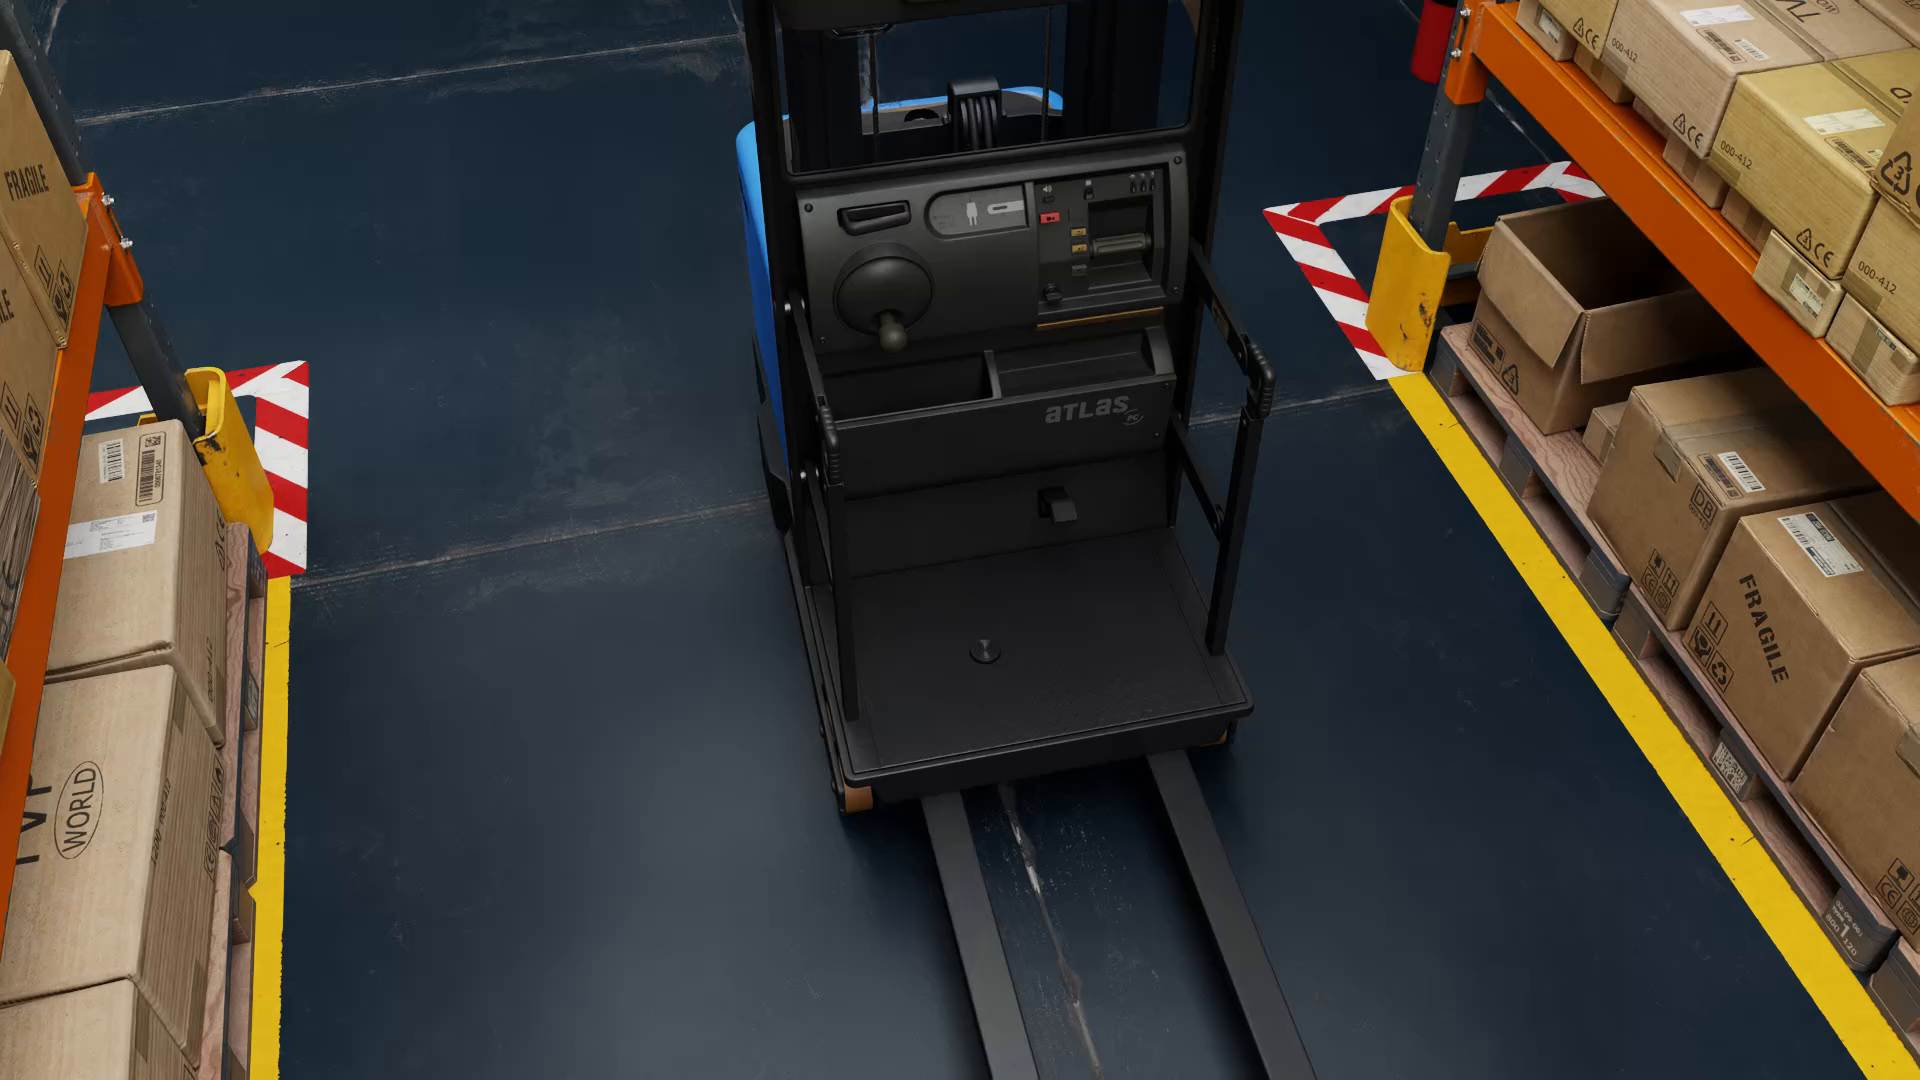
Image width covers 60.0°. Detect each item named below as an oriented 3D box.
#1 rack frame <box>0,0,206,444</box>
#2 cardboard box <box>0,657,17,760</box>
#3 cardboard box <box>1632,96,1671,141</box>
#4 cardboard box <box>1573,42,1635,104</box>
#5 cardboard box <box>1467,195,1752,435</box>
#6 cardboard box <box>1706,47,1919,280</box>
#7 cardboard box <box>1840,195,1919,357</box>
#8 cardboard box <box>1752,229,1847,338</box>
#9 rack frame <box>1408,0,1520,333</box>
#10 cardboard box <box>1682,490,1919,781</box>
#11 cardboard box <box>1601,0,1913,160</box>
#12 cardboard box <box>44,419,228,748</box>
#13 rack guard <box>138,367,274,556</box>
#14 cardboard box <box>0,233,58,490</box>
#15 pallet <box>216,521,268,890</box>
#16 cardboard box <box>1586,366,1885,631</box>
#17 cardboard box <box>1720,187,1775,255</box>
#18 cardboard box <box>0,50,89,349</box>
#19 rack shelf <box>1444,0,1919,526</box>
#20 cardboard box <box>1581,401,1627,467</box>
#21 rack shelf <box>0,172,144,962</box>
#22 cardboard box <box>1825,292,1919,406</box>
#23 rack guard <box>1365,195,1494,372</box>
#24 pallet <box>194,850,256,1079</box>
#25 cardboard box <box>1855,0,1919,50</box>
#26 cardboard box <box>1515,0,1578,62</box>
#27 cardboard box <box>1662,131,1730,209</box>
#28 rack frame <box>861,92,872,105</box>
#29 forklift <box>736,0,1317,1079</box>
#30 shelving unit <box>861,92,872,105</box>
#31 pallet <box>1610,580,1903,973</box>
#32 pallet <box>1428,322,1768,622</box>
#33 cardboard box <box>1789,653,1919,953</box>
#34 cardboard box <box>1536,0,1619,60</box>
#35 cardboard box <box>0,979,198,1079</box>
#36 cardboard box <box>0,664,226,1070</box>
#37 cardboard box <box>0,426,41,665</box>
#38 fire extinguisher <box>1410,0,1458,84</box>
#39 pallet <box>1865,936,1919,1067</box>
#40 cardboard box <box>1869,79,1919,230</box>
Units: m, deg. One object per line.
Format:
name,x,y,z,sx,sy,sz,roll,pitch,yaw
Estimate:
rack frame,-2.757,-0.996,4.125,1.000,3.000,0.127,-11,47,-10
cardboard box,-1.977,0.311,2.775,0.500,0.500,0.500,-9,46,-9
cardboard box,2.070,-1.198,4.500,0.380,0.149,0.250,-11,47,-11
cardboard box,1.969,-1.374,4.672,0.380,0.149,0.250,-10,46,-9
cardboard box,2.106,-0.739,5.328,0.797,0.503,0.637,-12,47,-12
cardboard box,2.159,-0.897,3.926,0.500,0.250,0.500,-12,47,-11
cardboard box,2.310,-0.548,3.584,0.500,0.250,0.500,-12,47,-11
cardboard box,2.141,-0.642,3.955,0.380,0.149,0.250,-12,47,-11
rack frame,2.041,-1.906,5.017,1.000,3.000,0.127,-11,47,-10
cardboard box,2.326,0.242,4.368,0.500,0.500,0.500,-10,46,-10
cardboard box,2.026,-1.247,4.268,0.500,0.250,0.500,-10,46,-10
cardboard box,-2.491,0.192,4.462,0.875,0.438,0.875,-12,47,-12
rack guard,-2.763,-0.137,5.034,1.175,0.500,0.348,-11,47,-10
cardboard box,-2.263,-0.397,3.469,0.500,0.500,0.500,-12,47,-11
pallet,-2.476,0.518,4.594,1.003,0.211,1.213,-11,47,-10
cardboard box,2.287,-0.141,4.744,0.700,0.500,0.500,-9,46,-9
cardboard box,2.149,-0.830,4.140,0.380,0.149,0.250,-10,46,-10
cardboard box,-2.377,-0.746,3.811,0.500,0.500,0.500,-10,47,-10
rack shelf,2.553,-0.273,3.921,1.077,0.370,4.000,-11,47,-10
cardboard box,2.177,-0.315,5.160,0.380,0.149,0.250,-12,47,-12
rack shelf,-2.245,0.637,3.029,1.077,0.370,4.000,-11,47,-10
cardboard box,2.228,-0.464,3.781,0.380,0.149,0.250,-10,46,-9
rack guard,2.060,-0.978,5.859,1.175,0.500,0.348,-11,47,-10
pallet,-2.168,1.359,3.771,1.003,0.211,1.213,-11,47,-10
cardboard box,2.546,-1.332,4.352,0.500,0.250,0.500,-11,47,-10
cardboard box,1.860,-1.541,4.836,0.380,0.149,0.250,-11,47,-11
cardboard box,2.076,-1.013,4.318,0.380,0.149,0.250,-9,46,-9
rack frame,-0.386,-1.387,6.344,0.240,0.006,1.200,-6,46,-6
forklift,0.139,-0.589,3.775,1.130,2.935,3.031,-9,46,-9
shelving unit,-0.385,-1.323,6.409,0.258,0.189,1.200,-6,46,-6
pallet,2.574,0.514,4.599,1.003,0.211,1.213,-11,47,-10
pallet,2.265,-0.327,5.423,1.003,0.211,1.213,-11,47,-10
cardboard box,2.553,0.576,4.042,0.700,0.500,0.500,-12,47,-12
cardboard box,1.896,-1.595,4.609,0.500,0.250,0.500,-10,47,-10
cardboard box,-2.019,1.445,3.234,0.875,0.438,0.875,-12,47,-11
cardboard box,-2.249,0.822,3.844,0.875,0.438,0.875,-10,46,-9
cardboard box,-2.122,-0.043,3.122,0.500,0.500,0.500,-9,46,-9
fire extinguisher,1.556,-1.765,5.195,0.296,0.674,0.183,-11,47,-10
pallet,2.890,1.358,3.772,1.003,0.211,1.213,-11,47,-10
cardboard box,2.281,-0.822,3.327,0.500,0.500,0.500,-10,46,-9
